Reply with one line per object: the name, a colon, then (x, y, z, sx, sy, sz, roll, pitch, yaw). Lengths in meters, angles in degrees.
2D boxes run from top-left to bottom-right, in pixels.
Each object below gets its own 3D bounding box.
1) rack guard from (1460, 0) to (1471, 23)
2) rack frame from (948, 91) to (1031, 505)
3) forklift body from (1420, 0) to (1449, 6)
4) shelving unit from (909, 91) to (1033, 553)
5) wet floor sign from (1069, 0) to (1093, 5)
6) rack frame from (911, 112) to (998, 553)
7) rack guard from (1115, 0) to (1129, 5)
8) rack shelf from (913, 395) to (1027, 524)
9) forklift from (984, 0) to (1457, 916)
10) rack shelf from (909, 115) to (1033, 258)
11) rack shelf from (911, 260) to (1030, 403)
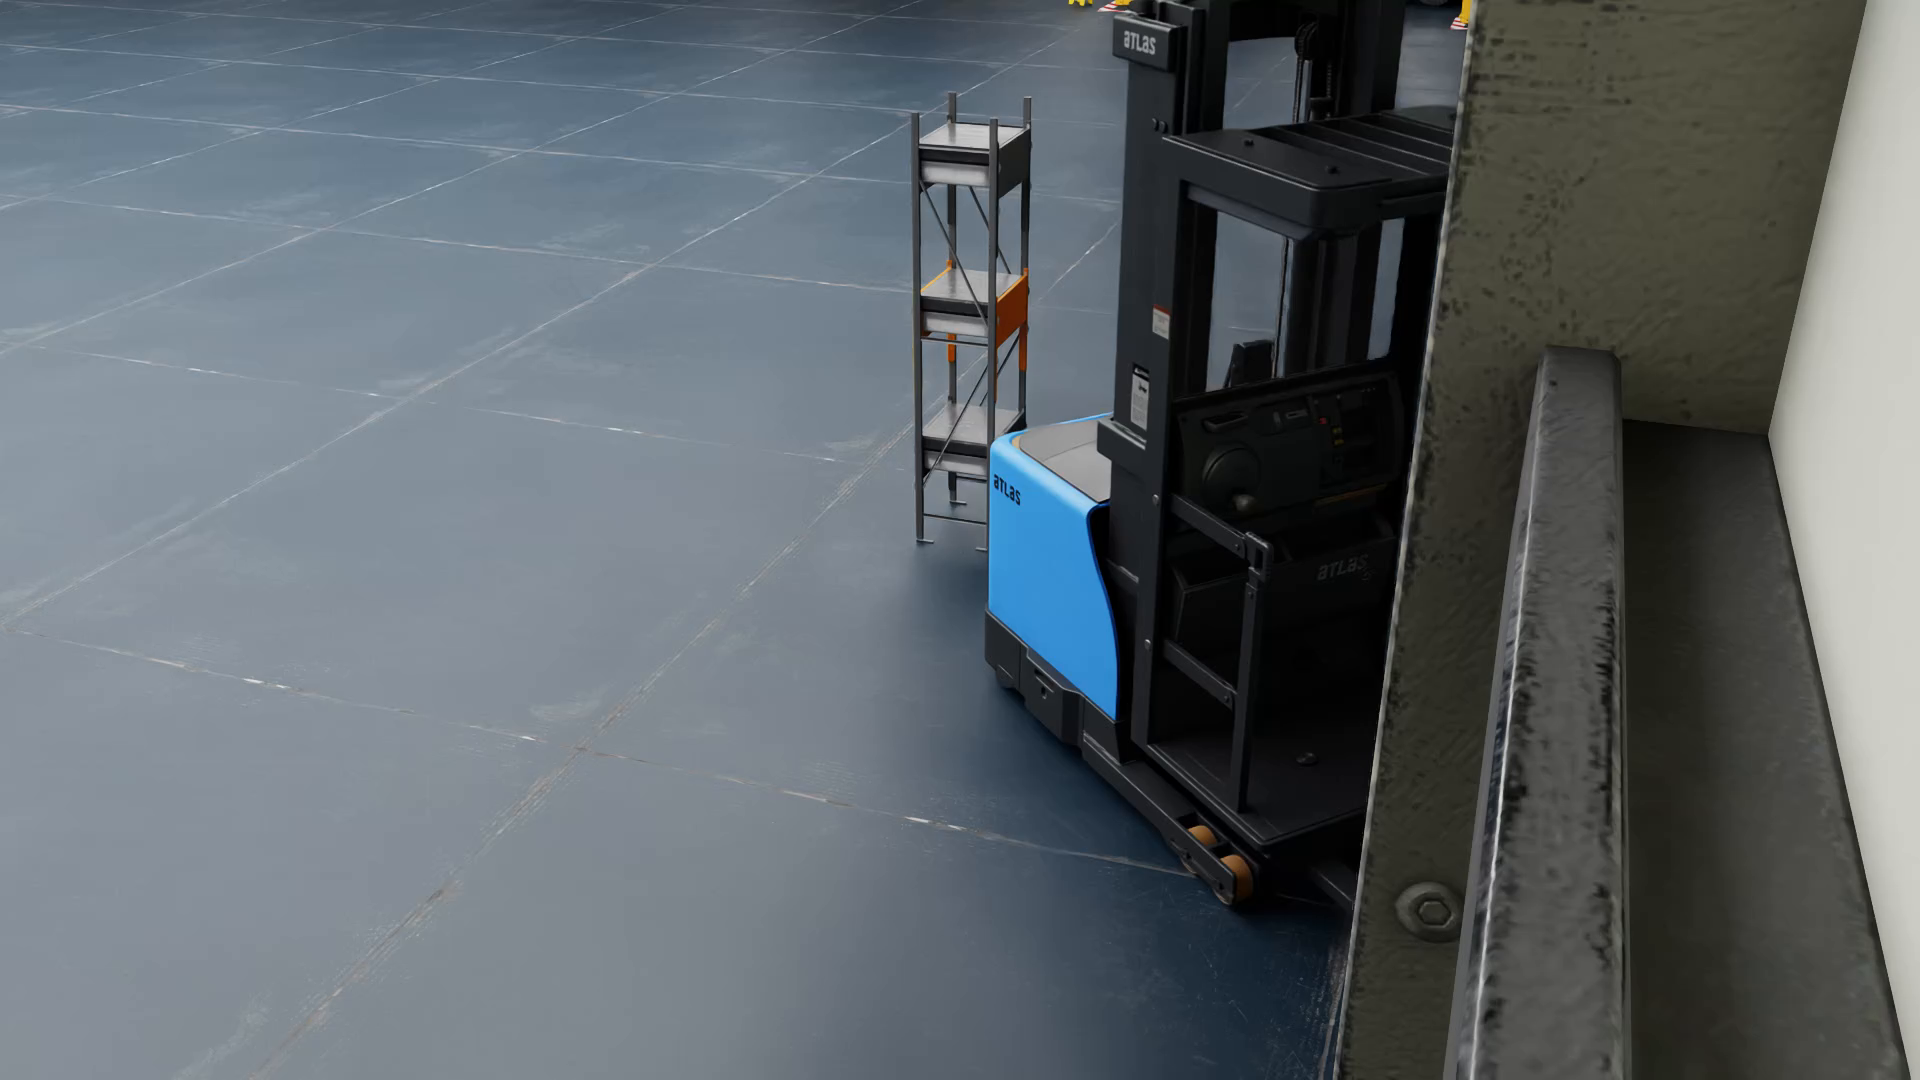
rack guard: (7.541, -7.384, 22.927, 1.175, 0.500, 0.348, 9, 27, 17)
rack frame: (0.136, -1.113, 8.140, 0.400, 2.100, 0.015, 9, 27, 17)
forklift body: (6.460, -9.181, 24.744, 2.313, 2.155, 1.214, 9, 27, 17)
shelving unit: (0.055, -1.013, 7.933, 0.431, 2.100, 0.503, 9, 27, 17)
wet floor sign: (1.795, -8.255, 24.559, 0.267, 0.644, 0.232, 20, 32, 35)
rack frame: (-0.026, -0.913, 7.726, 0.400, 2.100, 0.015, 9, 27, 17)
rack guard: (2.892, -8.143, 24.496, 1.175, 0.500, 0.348, 9, 27, 17)
rack shelf: (0.055, -0.371, 8.244, 0.431, 0.518, 0.480, 9, 27, 17)
forklift: (1.238, -0.300, 5.505, 1.130, 2.935, 3.031, -13, 29, -25)
rack shelf: (0.055, -1.631, 7.634, 0.431, 0.518, 0.480, 9, 27, 17)
rack shelf: (0.055, -1.001, 7.939, 0.431, 0.518, 0.480, 9, 27, 17)
